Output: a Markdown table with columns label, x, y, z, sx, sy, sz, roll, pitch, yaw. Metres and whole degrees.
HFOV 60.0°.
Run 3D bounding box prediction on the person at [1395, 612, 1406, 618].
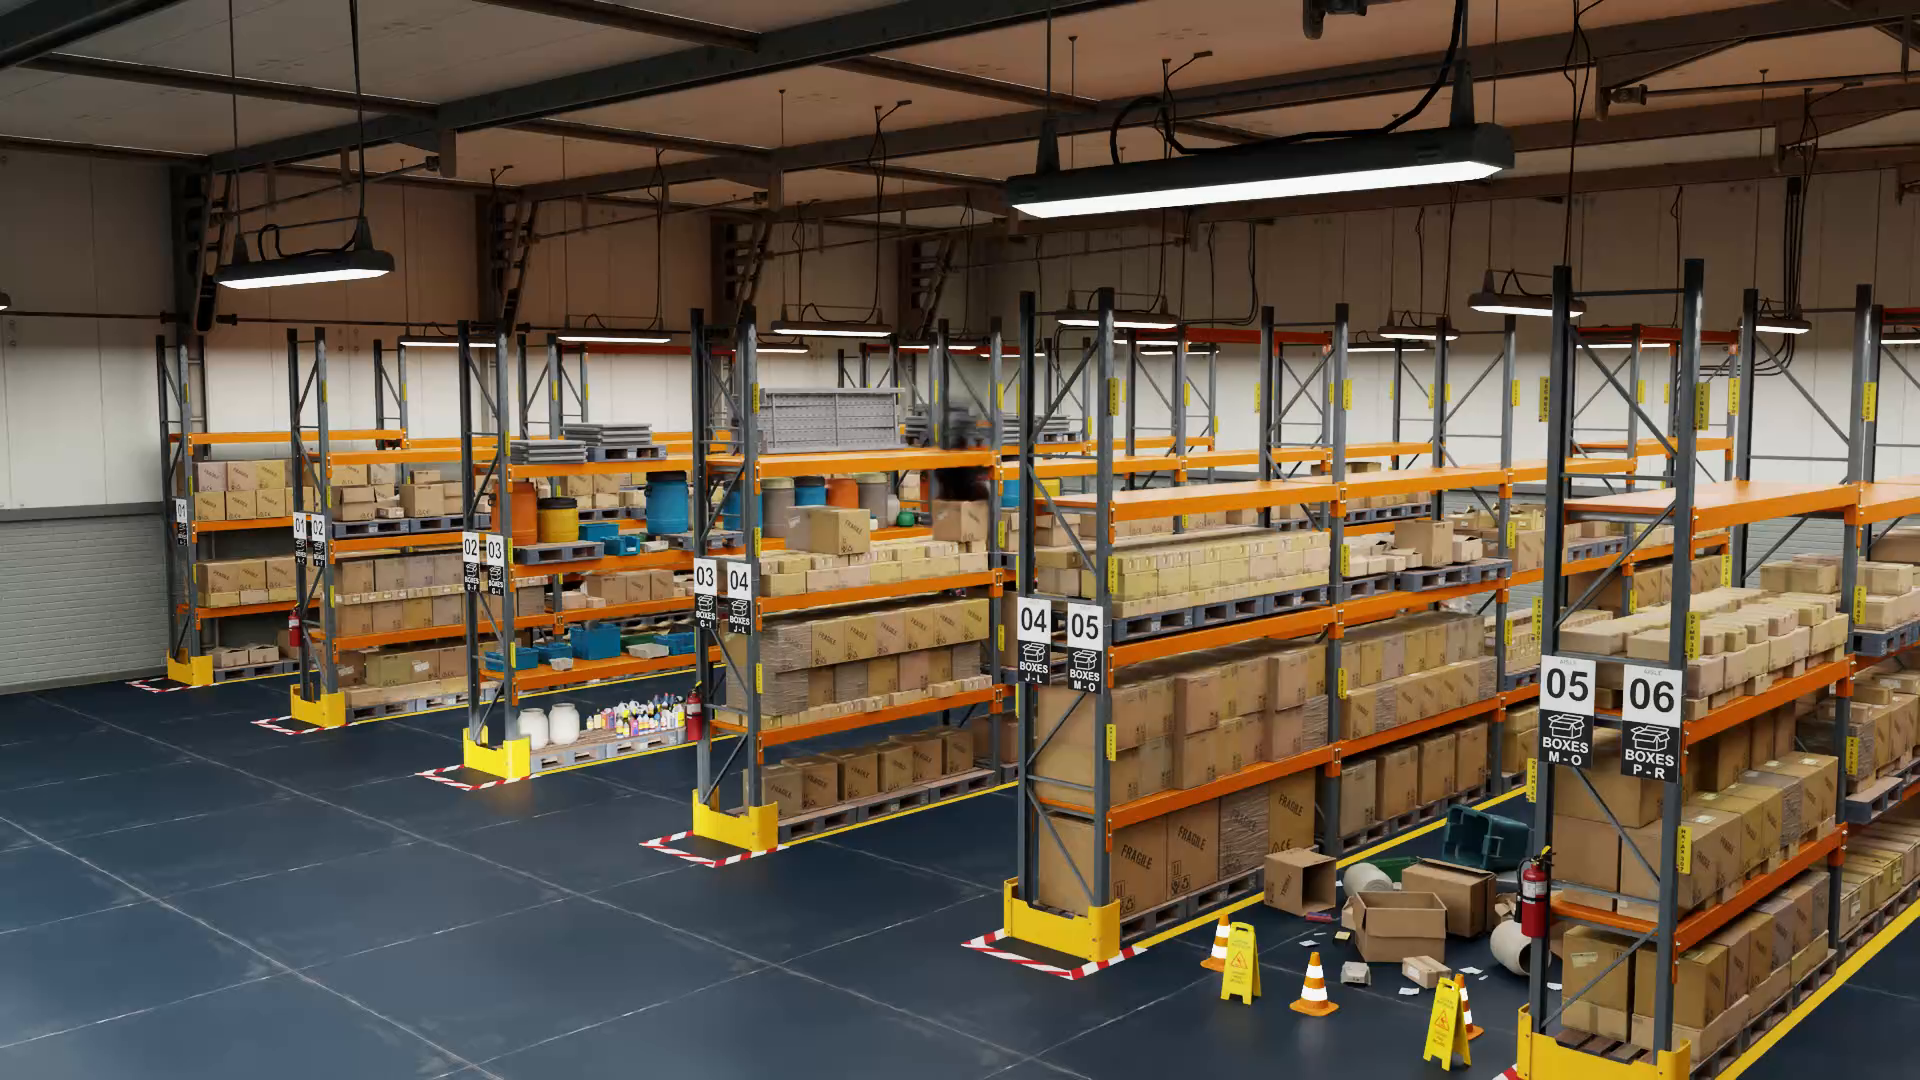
| label | x | y | z | sx | sy | sz | roll | pitch | yaw |
| --- | --- | --- | --- | --- | --- | --- | --- | --- | --- |
| person | 6.944 | 1.882 | 26.267 | 0.617 | 1.652 | 0.901 | 4 | 7 | 40 |

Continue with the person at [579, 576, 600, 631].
| label | x | y | z | sx | sy | sz | roll | pitch | yaw |
| --- | --- | --- | --- | --- | --- | --- | --- | --- | --- |
| person | -6.976 | 1.387 | 31.611 | 0.592 | 1.638 | 0.886 | 3 | 6 | 30 |

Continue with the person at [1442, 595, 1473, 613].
| label | x | y | z | sx | sy | sz | roll | pitch | yaw |
| --- | --- | --- | --- | --- | --- | --- | --- | --- | --- |
| person | 9.223 | 1.390 | 31.089 | 0.700 | 1.757 | 0.813 | -2 | 6 | -20 |
